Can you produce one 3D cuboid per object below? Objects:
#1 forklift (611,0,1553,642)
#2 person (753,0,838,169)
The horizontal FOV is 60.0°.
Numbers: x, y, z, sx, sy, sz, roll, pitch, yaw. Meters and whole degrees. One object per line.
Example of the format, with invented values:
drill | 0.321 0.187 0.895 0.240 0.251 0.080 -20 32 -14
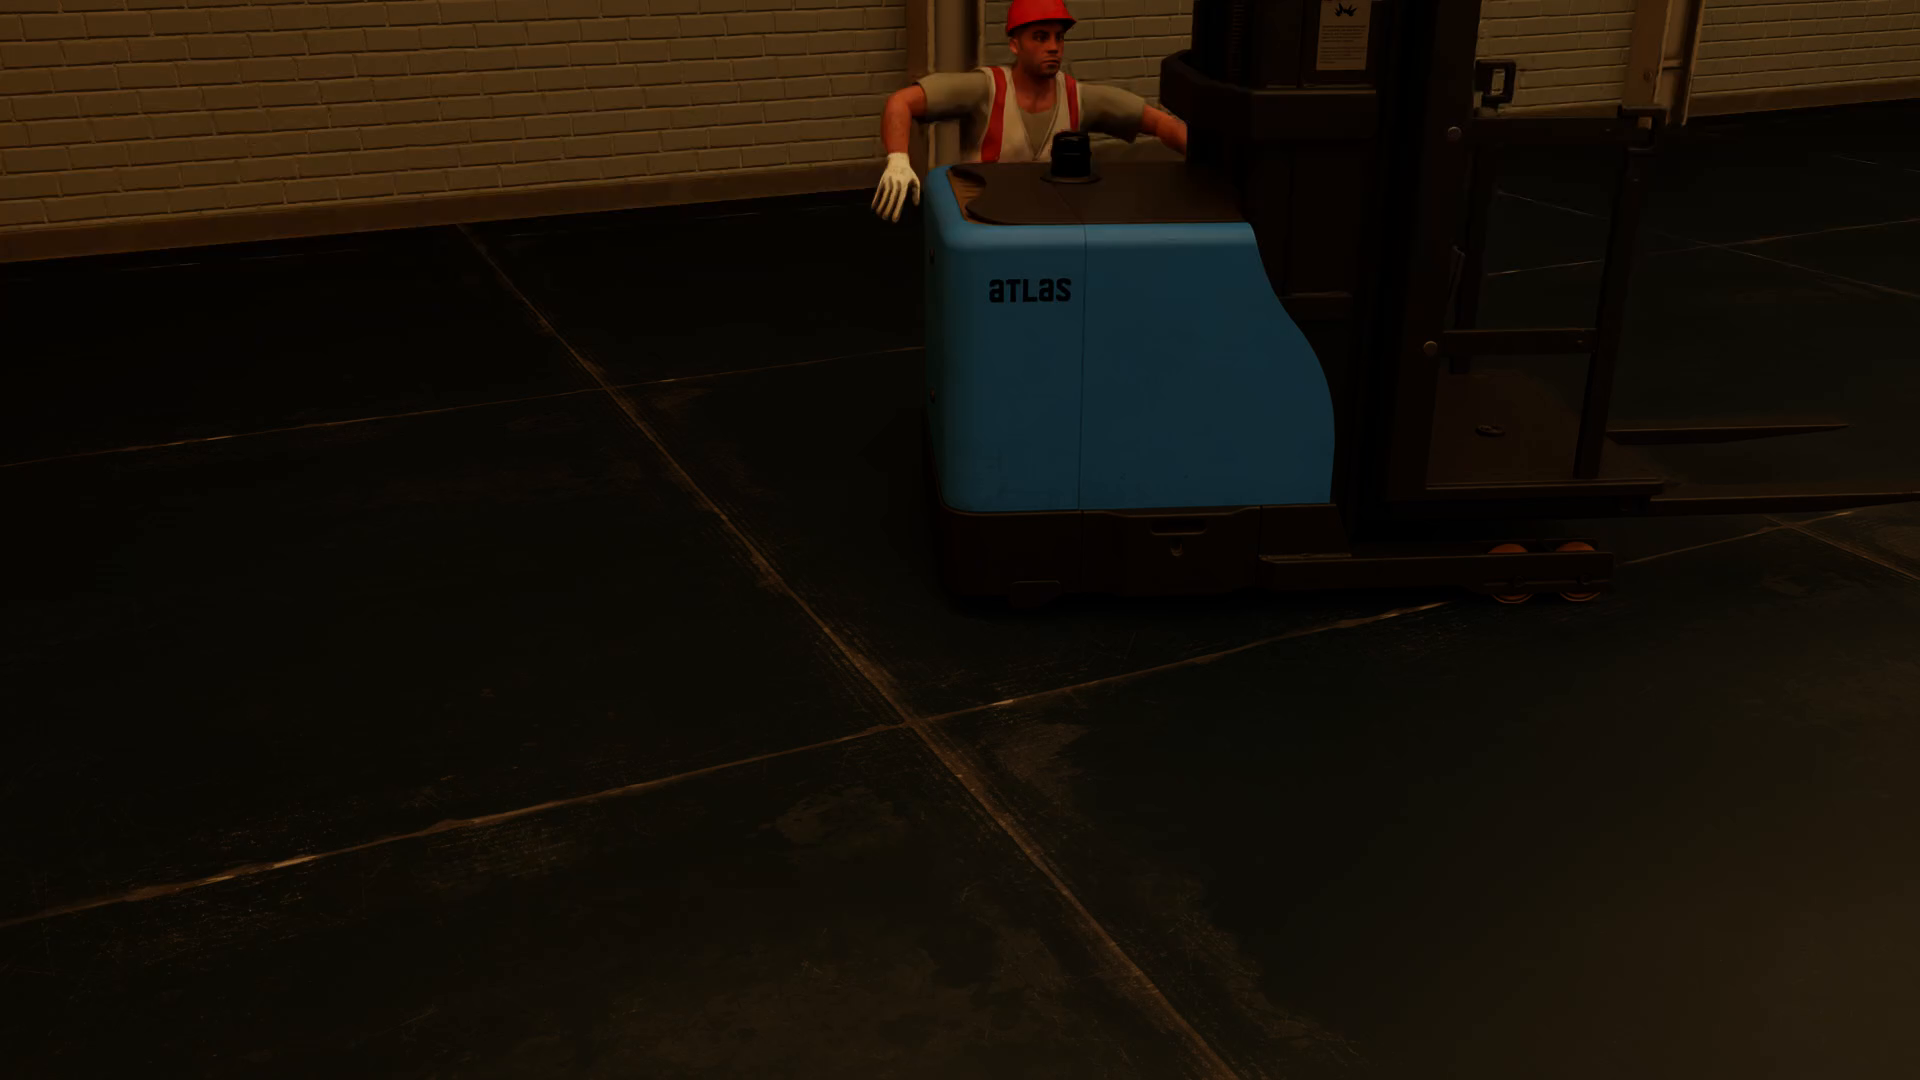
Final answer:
forklift | 0.540 -1.472 4.829 3.031 2.935 1.130 -12 25 -26
person | -0.705 -2.075 7.780 0.444 1.786 0.722 -9 24 -21
